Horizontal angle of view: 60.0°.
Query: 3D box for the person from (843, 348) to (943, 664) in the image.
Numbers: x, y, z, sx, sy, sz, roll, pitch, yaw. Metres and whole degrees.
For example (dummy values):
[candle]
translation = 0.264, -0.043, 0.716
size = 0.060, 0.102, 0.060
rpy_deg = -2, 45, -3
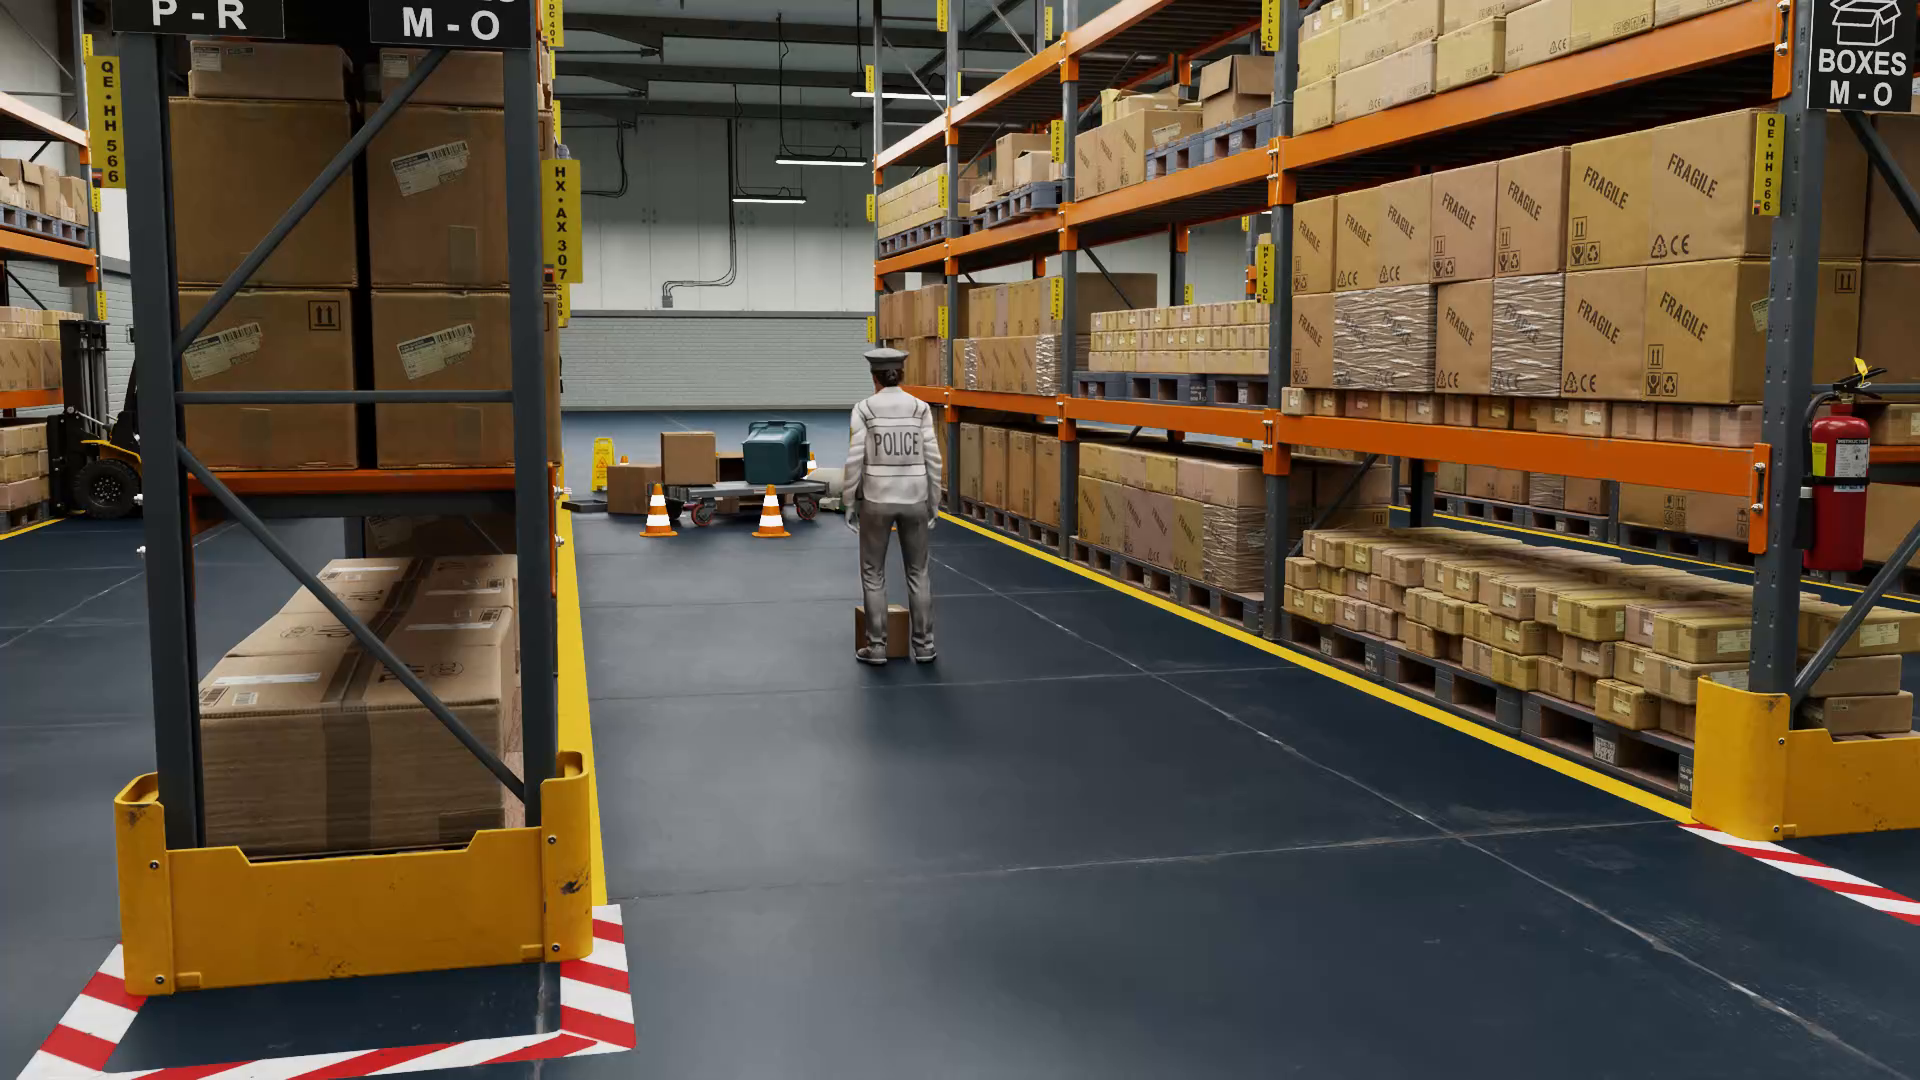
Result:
[person]
translation = -0.356, -0.178, 8.789
size = 0.530, 1.663, 0.372
rpy_deg = -1, 6, -13
